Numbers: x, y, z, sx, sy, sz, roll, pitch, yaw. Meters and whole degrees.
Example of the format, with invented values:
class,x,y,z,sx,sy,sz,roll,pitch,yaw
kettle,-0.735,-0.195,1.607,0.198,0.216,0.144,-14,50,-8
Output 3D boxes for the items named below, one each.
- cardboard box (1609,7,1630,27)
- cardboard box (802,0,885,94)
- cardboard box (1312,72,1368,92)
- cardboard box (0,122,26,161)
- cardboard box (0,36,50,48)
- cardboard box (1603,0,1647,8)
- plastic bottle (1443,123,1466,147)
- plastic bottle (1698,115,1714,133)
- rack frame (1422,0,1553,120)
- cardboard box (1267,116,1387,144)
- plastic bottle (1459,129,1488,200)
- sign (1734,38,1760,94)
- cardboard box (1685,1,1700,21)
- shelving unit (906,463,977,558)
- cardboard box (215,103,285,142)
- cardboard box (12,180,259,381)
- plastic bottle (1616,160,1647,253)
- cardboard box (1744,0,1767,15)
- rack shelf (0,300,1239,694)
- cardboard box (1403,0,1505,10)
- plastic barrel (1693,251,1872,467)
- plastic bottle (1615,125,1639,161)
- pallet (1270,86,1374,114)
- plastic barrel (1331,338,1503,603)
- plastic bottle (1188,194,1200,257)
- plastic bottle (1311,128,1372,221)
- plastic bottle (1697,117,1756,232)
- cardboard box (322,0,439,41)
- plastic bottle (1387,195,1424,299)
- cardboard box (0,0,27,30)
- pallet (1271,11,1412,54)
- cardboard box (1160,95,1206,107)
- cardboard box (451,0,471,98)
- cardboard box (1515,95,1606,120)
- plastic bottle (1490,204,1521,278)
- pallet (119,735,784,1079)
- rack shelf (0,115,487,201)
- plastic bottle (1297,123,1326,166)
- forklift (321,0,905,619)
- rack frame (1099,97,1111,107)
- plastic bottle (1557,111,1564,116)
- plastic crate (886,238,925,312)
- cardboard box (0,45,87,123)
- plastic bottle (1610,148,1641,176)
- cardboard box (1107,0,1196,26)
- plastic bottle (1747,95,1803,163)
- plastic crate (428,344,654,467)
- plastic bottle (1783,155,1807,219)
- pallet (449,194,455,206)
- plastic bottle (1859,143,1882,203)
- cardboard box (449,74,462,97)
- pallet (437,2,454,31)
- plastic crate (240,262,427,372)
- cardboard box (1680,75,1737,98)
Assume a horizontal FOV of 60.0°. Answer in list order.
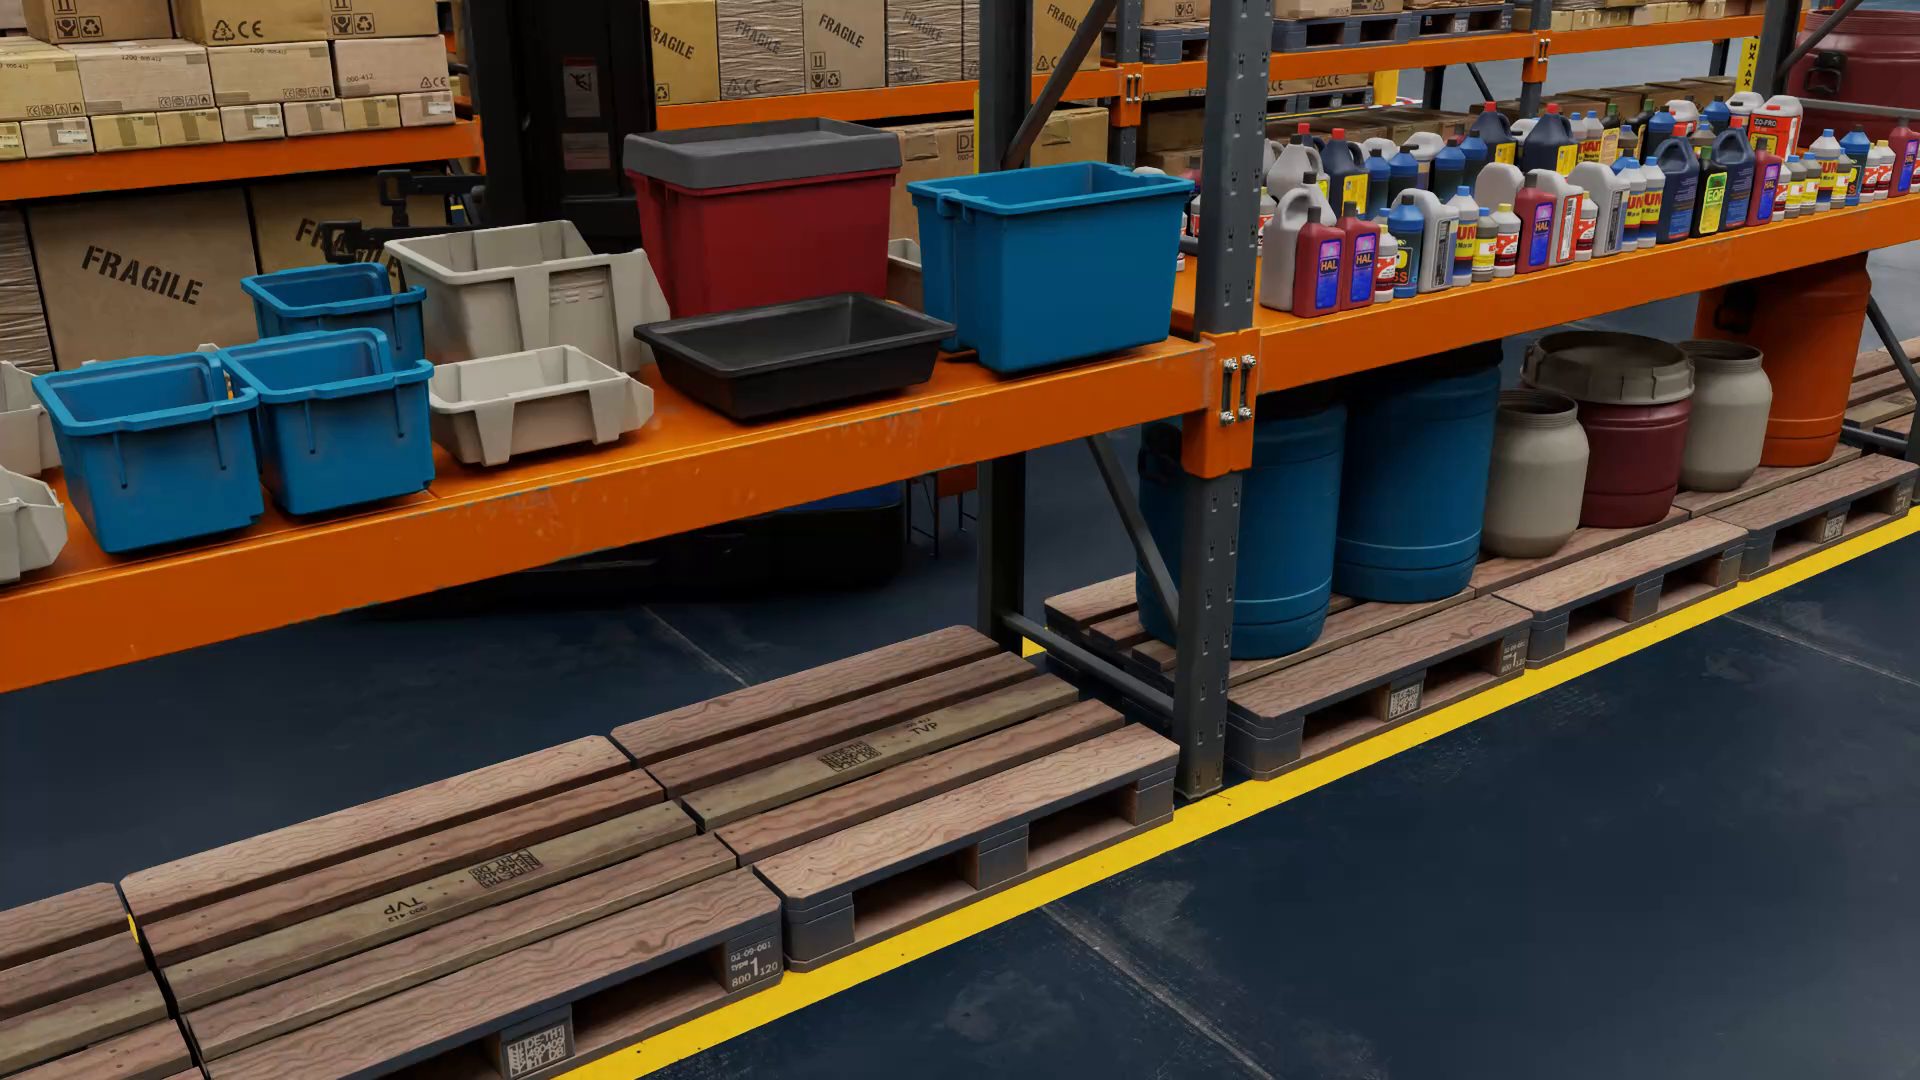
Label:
class,x,y,z,sx,sy,sz,roll,pitch,yaw
cardboard box,4.937,-4.062,12.867,0.250,0.149,0.380,-15,26,-33
cardboard box,-0.752,-2.723,9.037,0.500,0.500,0.500,-14,26,-32
cardboard box,3.913,-5.474,18.368,0.875,0.875,0.875,-15,26,-33
cardboard box,-4.020,-1.650,6.822,0.250,0.149,0.380,-16,27,-34
cardboard box,-4.264,-2.042,7.268,0.500,0.250,0.500,-15,26,-33
cardboard box,4.820,-4.414,12.874,0.500,0.500,0.875,-15,26,-33
plastic bottle,1.687,-1.291,5.741,0.133,0.283,0.061,-15,26,-33
plastic bottle,2.909,-1.570,6.552,0.097,0.201,0.097,0,22,0
rack frame,3.993,-4.053,12.505,0.127,3.000,1.000,-15,26,-33
cardboard box,2.629,-2.751,12.022,0.500,0.500,0.700,-18,28,-37
plastic bottle,1.748,-1.265,5.694,0.097,0.271,0.097,0,22,0
sign,3.311,-1.937,6.982,0.005,0.325,0.100,-15,26,-33
cardboard box,5.729,-4.289,13.435,0.250,0.149,0.380,-15,26,-33
shelving unit,-0.043,-0.476,6.173,0.252,1.050,0.215,-15,26,-33
cardboard box,-3.184,-1.873,7.382,0.250,0.149,0.380,-14,26,-32
cardboard box,-3.814,-1.216,7.696,0.875,0.875,0.875,-15,26,-33
plastic bottle,2.039,-1.024,5.090,0.097,0.271,0.097,0,22,0
cardboard box,6.541,-4.505,13.978,0.250,0.149,0.380,-15,26,-33
rack shelf,-1.232,-0.064,3.480,4.000,0.370,1.077,-15,26,-33
cardboard box,3.266,-4.397,11.991,1.000,1.000,1.000,-15,26,-33
plastic barrel,3.251,-0.773,6.647,0.708,0.830,0.600,-15,26,-33
plastic bottle,2.504,-1.462,6.282,0.097,0.201,0.097,0,22,0
pallet,3.821,-4.941,18.493,1.213,0.211,1.003,-15,26,-33
plastic barrel,1.418,-0.317,5.409,0.708,0.901,0.600,-15,26,-33
plastic bottle,0.744,-0.965,5.036,0.097,0.201,0.097,0,22,0
plastic bottle,1.180,-1.102,5.178,0.185,0.351,0.144,-15,26,-33
plastic bottle,2.478,-1.189,5.395,0.185,0.351,0.144,-15,26,-33
cardboard box,-2.718,-2.558,7.549,0.500,0.500,0.500,-14,26,-31
plastic bottle,1.208,-0.803,4.534,0.097,0.271,0.097,0,22,0
cardboard box,-6.370,-3.611,10.861,0.500,0.500,0.500,-15,26,-33
pallet,2.329,-3.539,11.476,1.213,0.211,1.003,-15,26,-33
cardboard box,1.697,-2.850,11.260,0.500,0.250,0.500,-12,25,-27
cardboard box,-2.281,-2.551,8.607,0.500,0.500,0.500,-15,26,-33
cardboard box,4.801,-3.288,13.394,0.500,0.500,0.500,-7,23,-16
plastic bottle,1.555,-0.863,4.779,0.097,0.201,0.097,0,22,0
pallet,-1.174,0.901,3.855,1.213,0.211,1.003,-15,26,-33
rack shelf,-4.125,-1.554,7.214,4.000,0.370,1.077,-15,26,-33
plastic bottle,1.096,-1.146,5.286,0.185,0.351,0.144,-15,26,-33
forklift,-1.761,-1.300,5.698,3.031,2.935,1.130,-3,22,-8
rack frame,1.178,-5.567,16.300,0.127,3.000,1.000,-15,26,-33
plastic bottle,2.134,-1.410,6.040,0.133,0.283,0.061,-15,26,-33
plastic crate,-0.070,-0.679,4.325,0.243,0.136,0.396,-15,26,-33
cardboard box,-3.953,-1.883,6.869,0.500,0.250,0.500,-16,27,-34
plastic bottle,2.113,-1.110,5.304,0.097,0.271,0.097,0,22,0
cardboard box,1.161,-3.557,10.562,0.500,0.500,0.500,-19,29,-39
plastic bottle,3.187,-1.597,6.519,0.135,0.276,0.152,-15,26,-33
plastic crate,-0.847,-0.269,3.298,0.466,0.136,0.293,-15,26,-33
plastic bottle,2.793,-1.193,5.606,0.097,0.201,0.097,0,22,0
pallet,-4.685,-2.709,12.900,1.213,0.211,1.003,-15,26,-33
plastic bottle,3.188,-1.298,5.870,0.097,0.201,0.097,0,22,0
cardboard box,-4.131,-3.414,12.699,0.500,0.250,0.500,-14,26,-31
pallet,-3.652,-4.171,13.061,1.213,0.211,1.003,-15,26,-33
plastic crate,-1.338,-0.437,3.589,0.300,0.233,0.416,-15,26,-33
cardboard box,6.723,-3.822,14.734,0.500,0.500,0.500,-10,24,-23
